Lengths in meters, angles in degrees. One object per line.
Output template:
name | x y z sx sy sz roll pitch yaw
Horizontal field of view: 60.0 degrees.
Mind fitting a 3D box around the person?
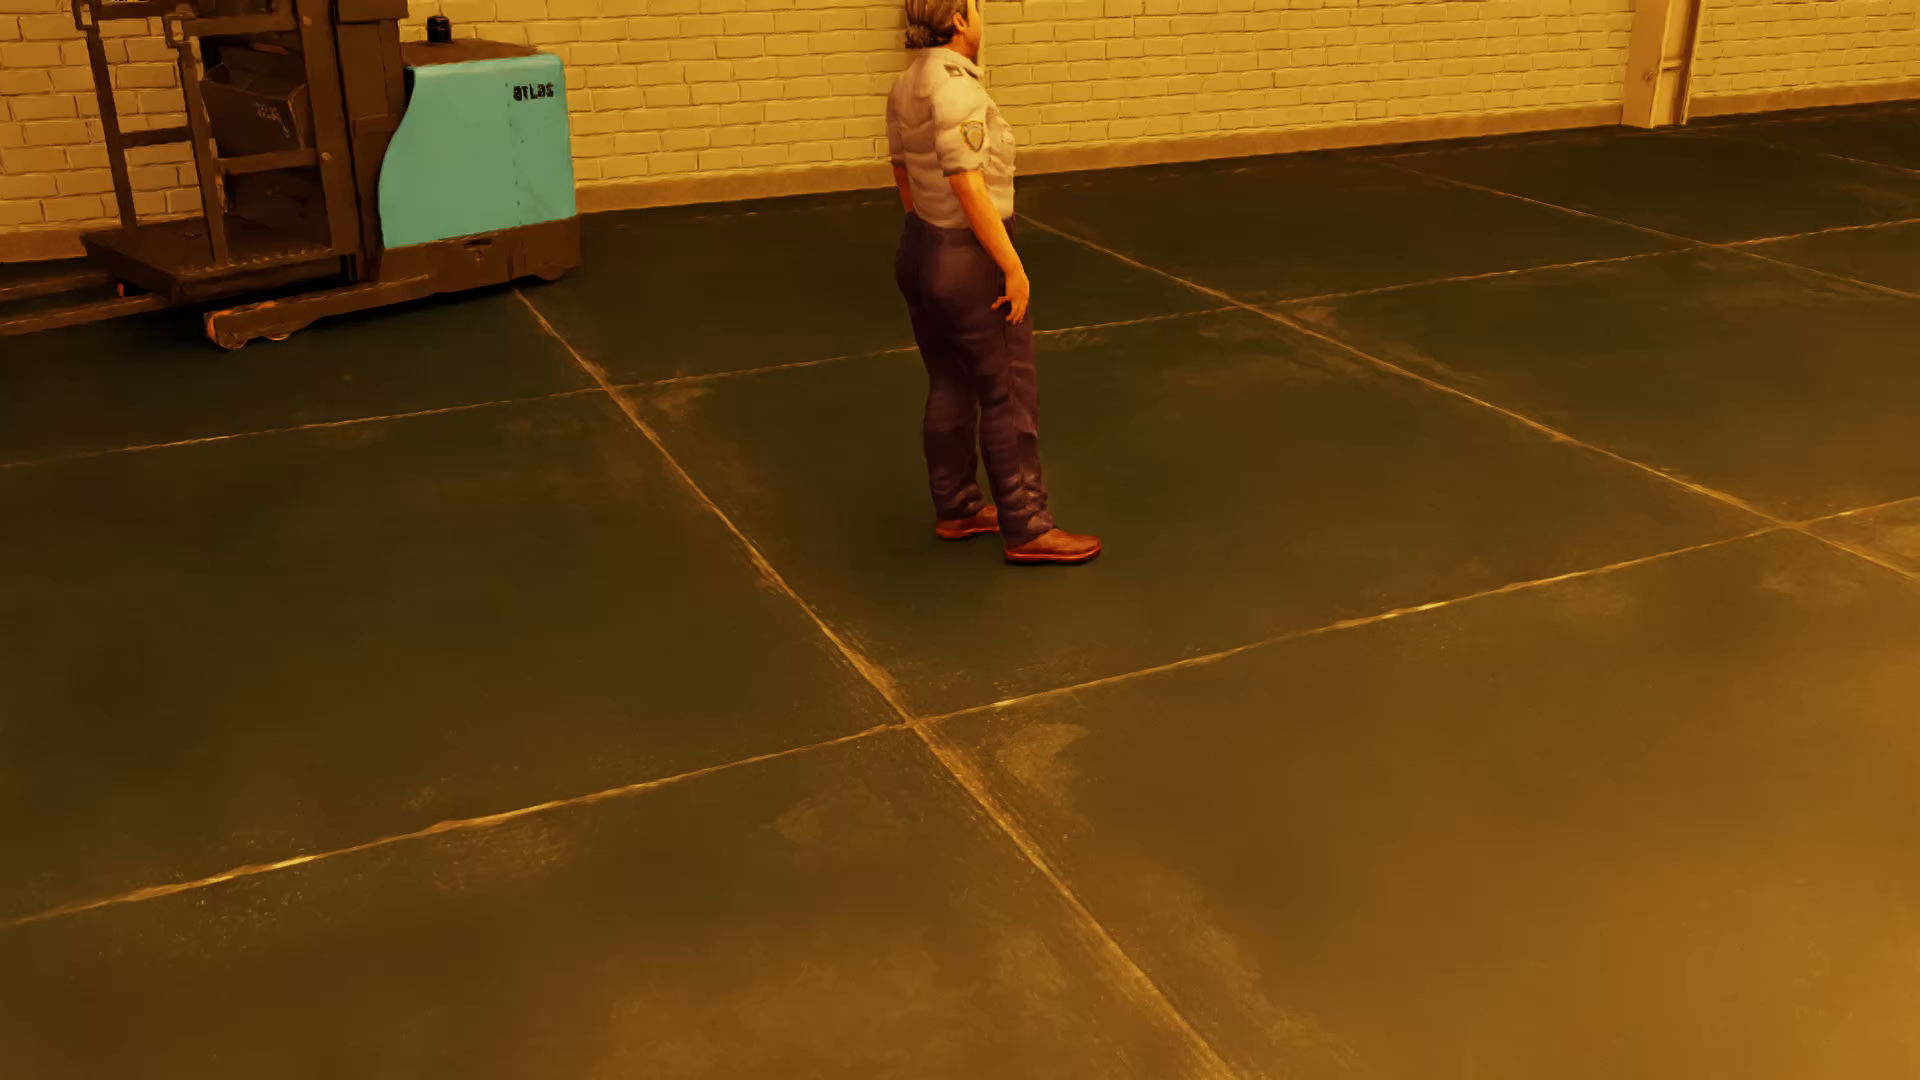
person | 0.091 -0.774 4.804 0.502 1.650 0.599 -10 25 -23

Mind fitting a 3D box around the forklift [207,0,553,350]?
forklift | -3.254 -2.383 7.023 1.121 2.935 3.031 21 30 41
